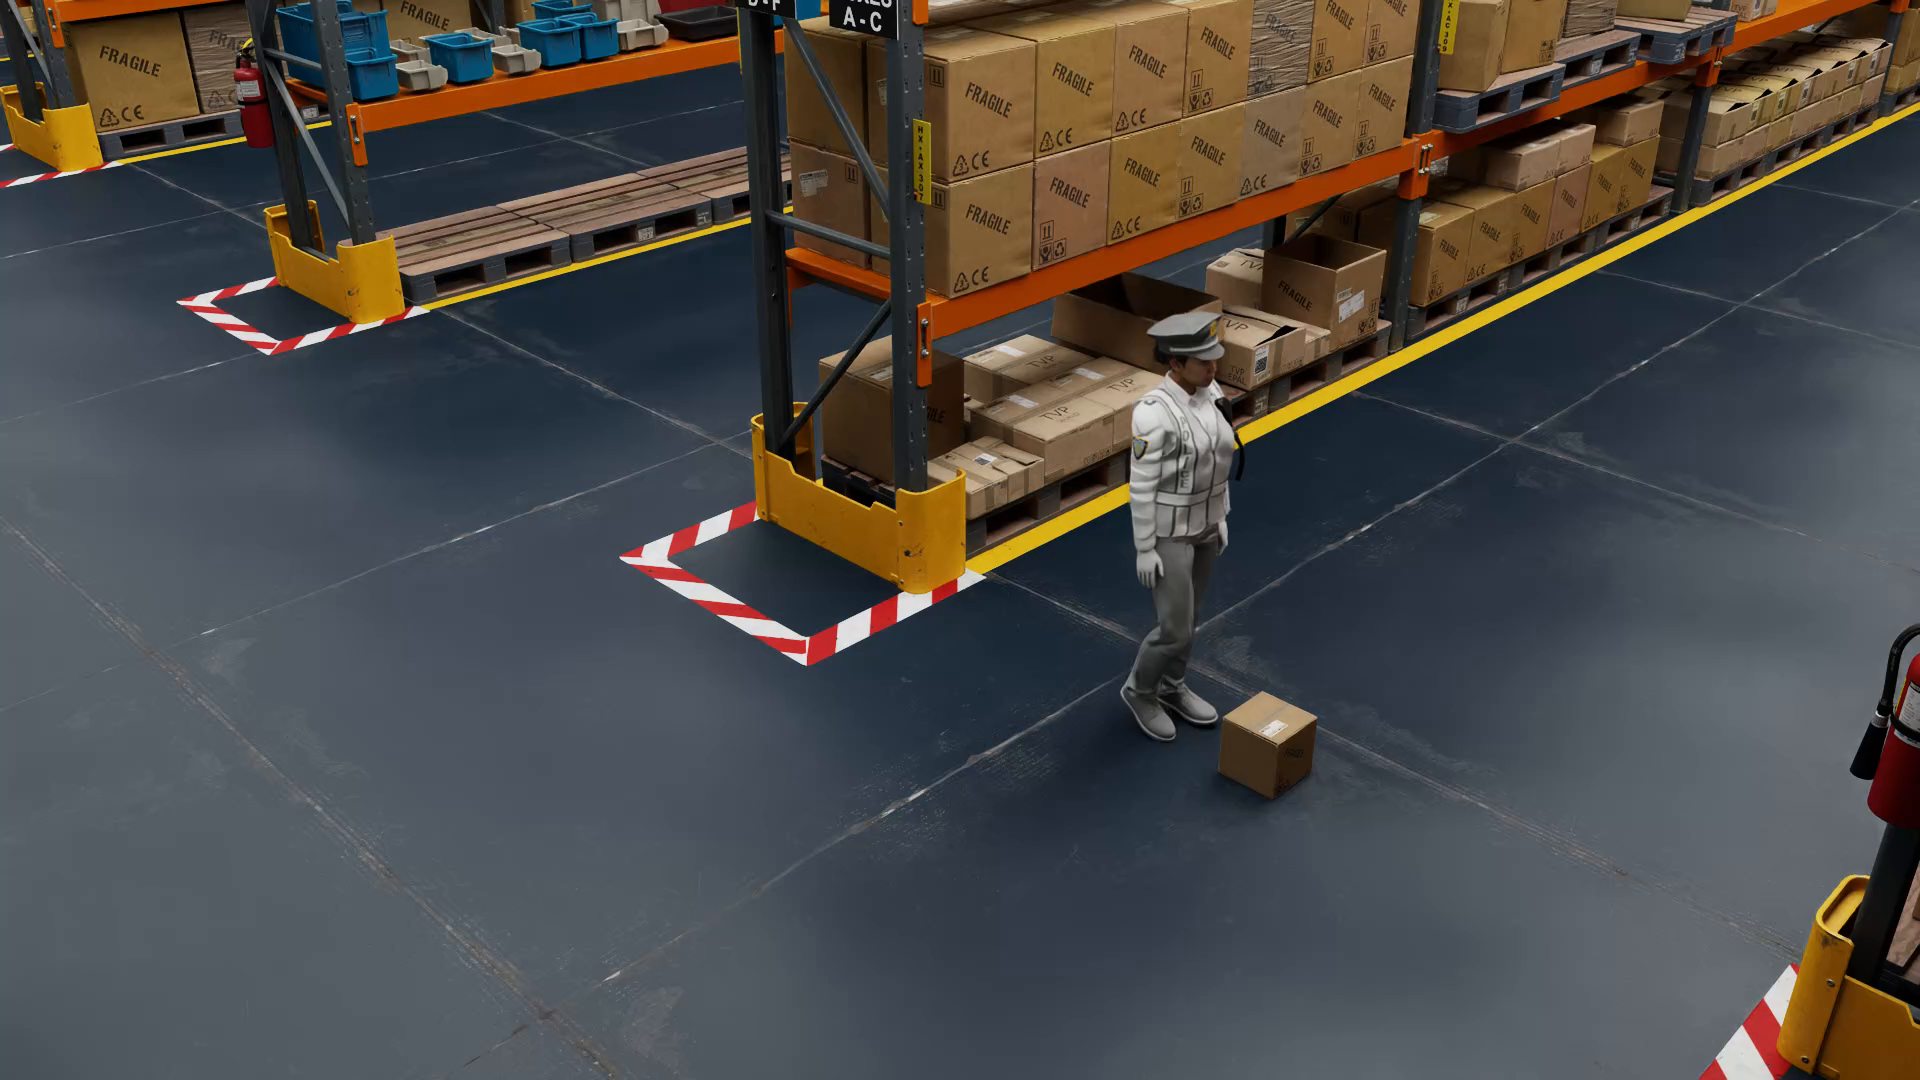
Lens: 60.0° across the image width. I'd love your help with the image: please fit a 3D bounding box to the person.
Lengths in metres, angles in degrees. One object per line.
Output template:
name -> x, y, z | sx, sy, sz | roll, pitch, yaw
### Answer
person -> 0.819, -0.032, 6.146 | 0.337, 1.696, 0.498 | 25, 37, 39
